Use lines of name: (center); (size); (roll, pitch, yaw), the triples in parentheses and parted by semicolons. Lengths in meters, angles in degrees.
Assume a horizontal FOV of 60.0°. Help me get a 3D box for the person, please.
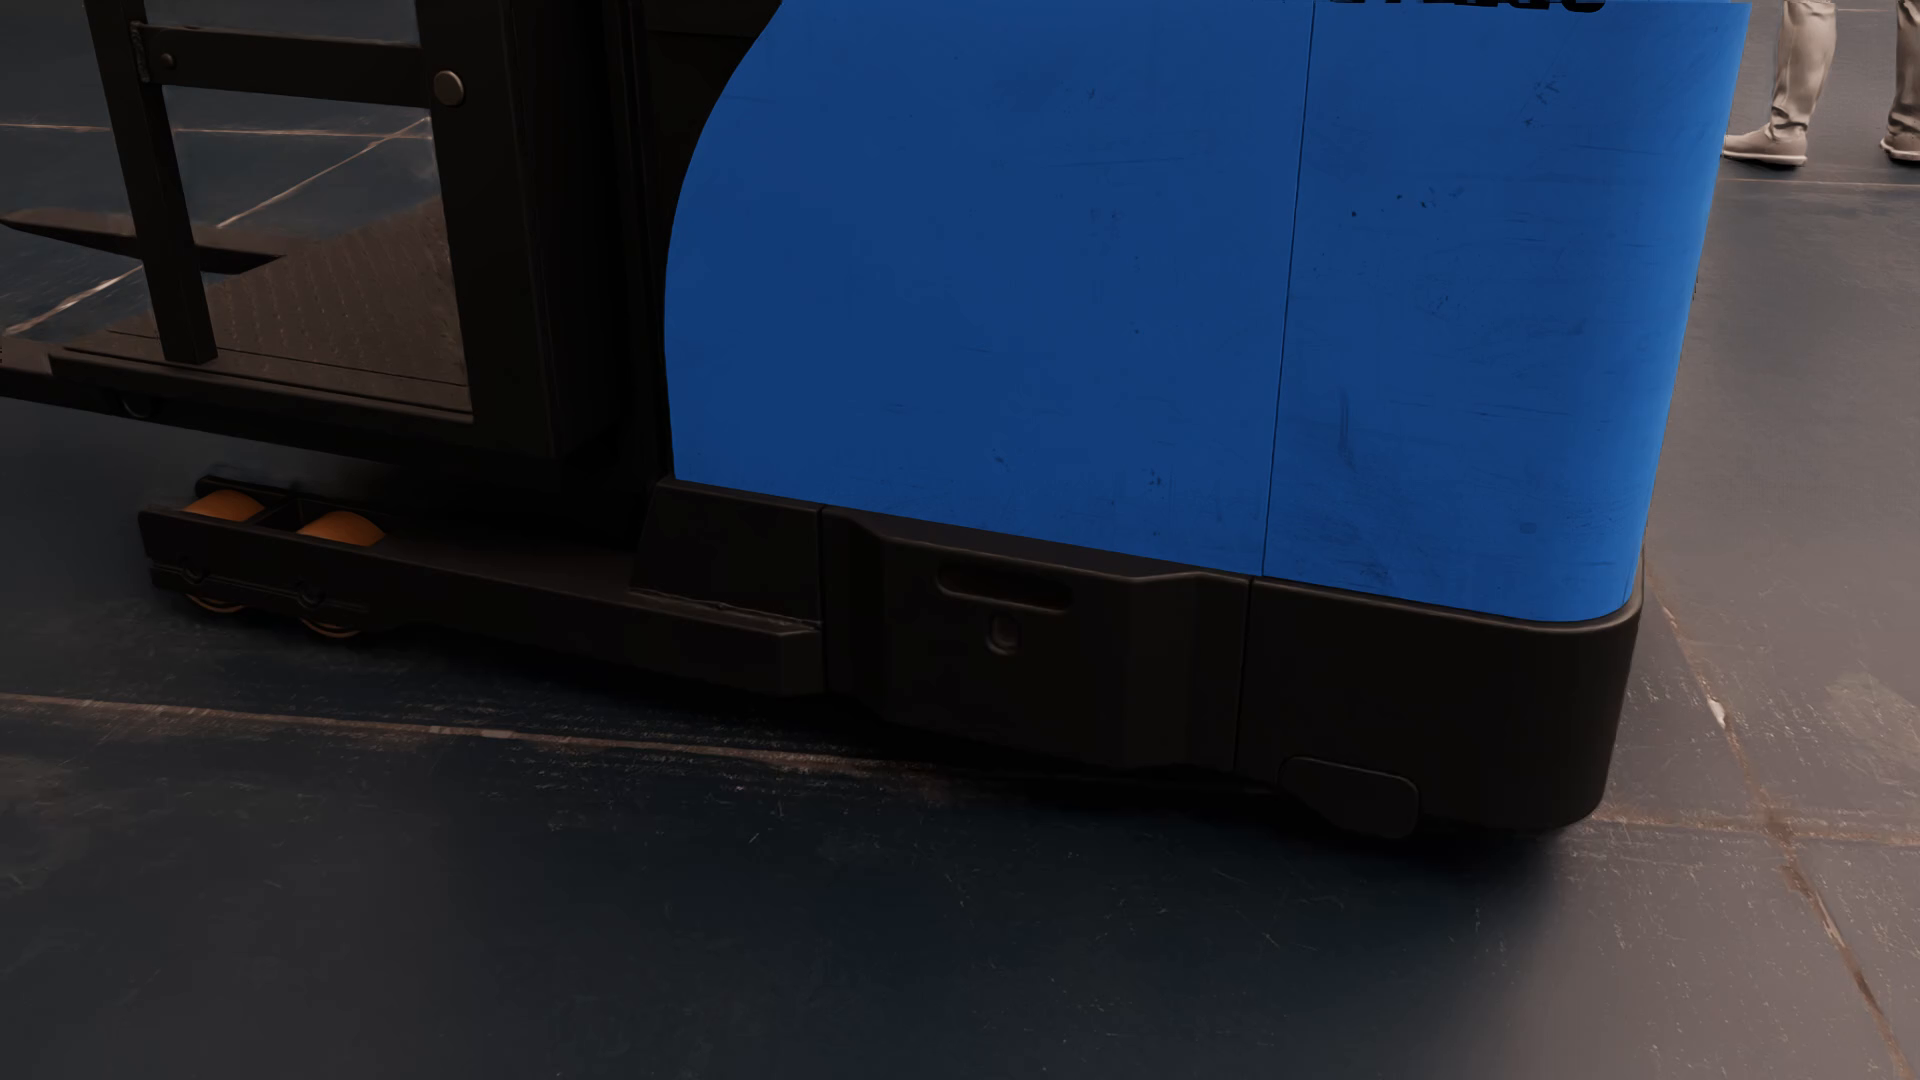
person: (2.443, -1.797, 4.254); (0.671, 1.672, 0.375); (-1, 27, -2)

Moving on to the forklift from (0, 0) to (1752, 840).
forklift: (-0.576, -1.389, 2.000); (3.031, 2.935, 1.130); (10, 28, 19)
